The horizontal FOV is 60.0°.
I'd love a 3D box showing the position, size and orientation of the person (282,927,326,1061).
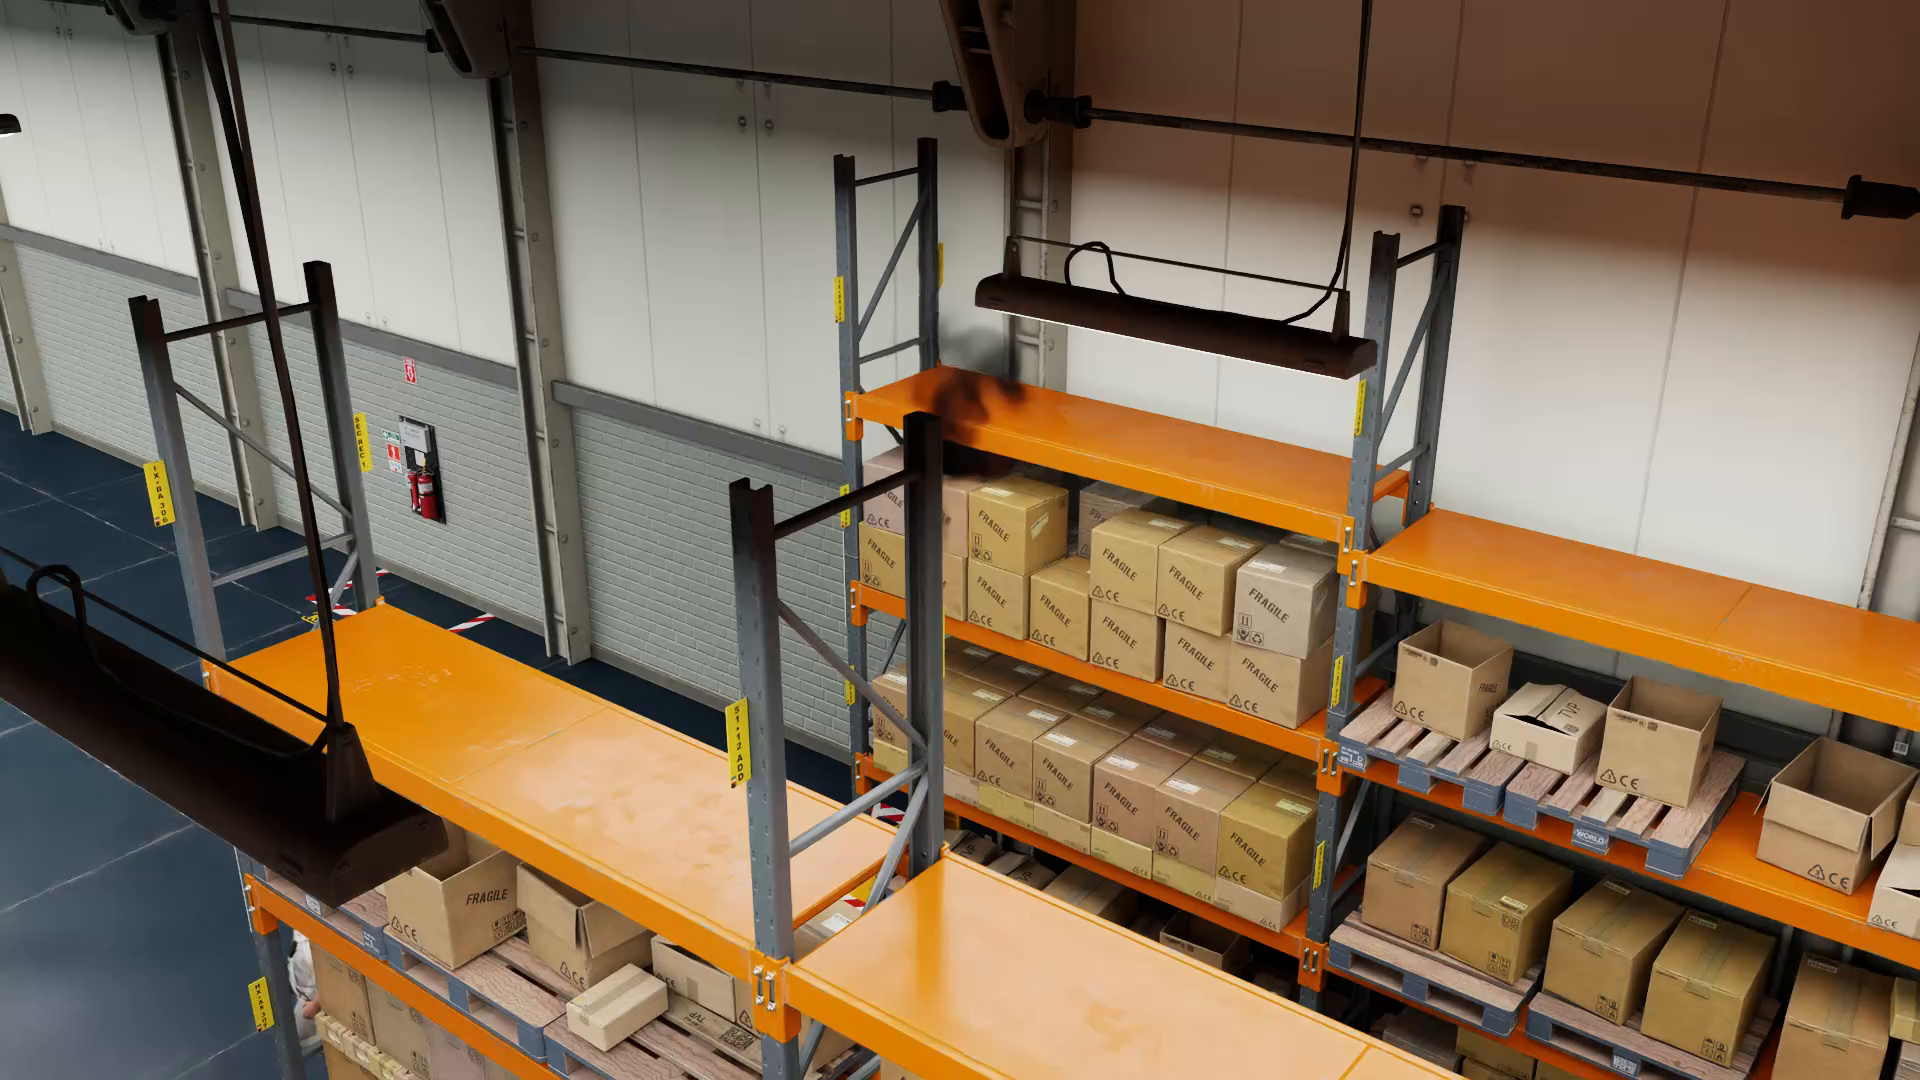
[{"bbox_3d":[-4.364,3.013,11.197,0.578,1.723,0.722,-2,23,-5],"label":"person"}]
